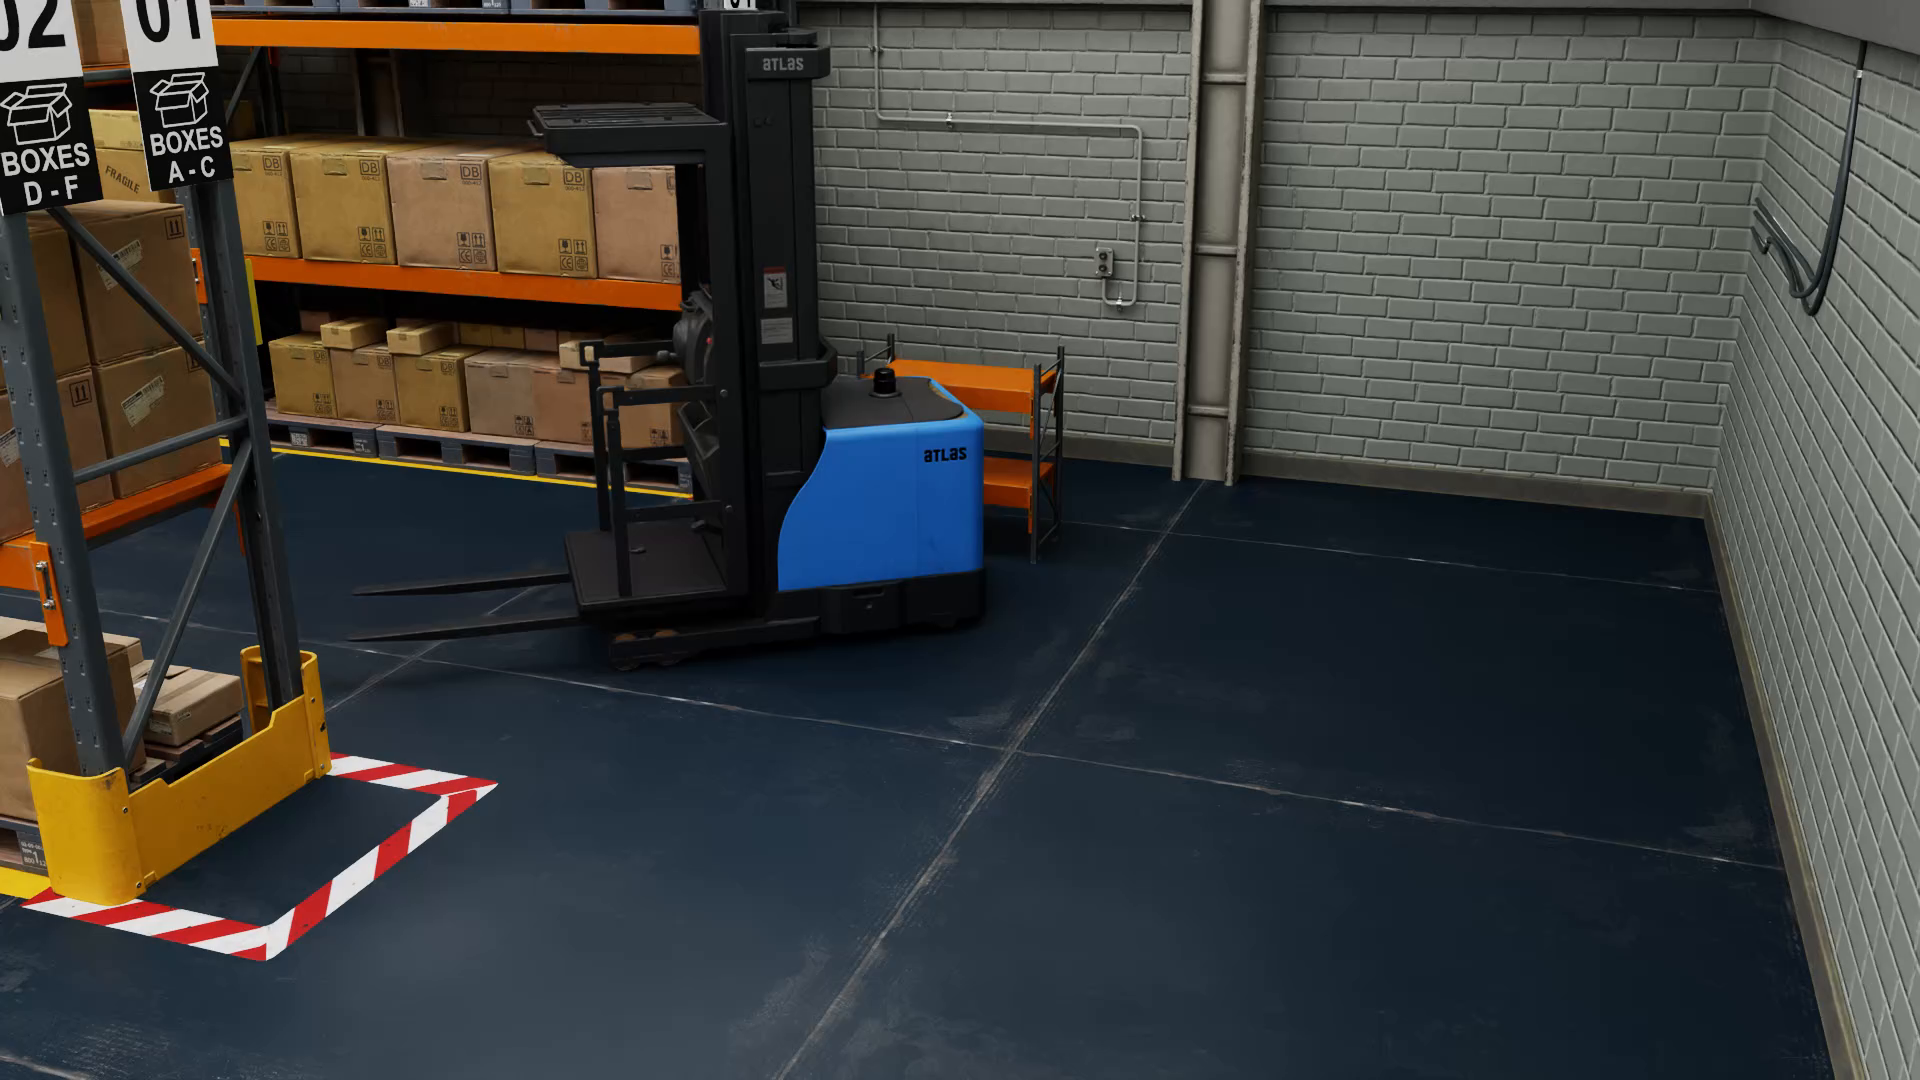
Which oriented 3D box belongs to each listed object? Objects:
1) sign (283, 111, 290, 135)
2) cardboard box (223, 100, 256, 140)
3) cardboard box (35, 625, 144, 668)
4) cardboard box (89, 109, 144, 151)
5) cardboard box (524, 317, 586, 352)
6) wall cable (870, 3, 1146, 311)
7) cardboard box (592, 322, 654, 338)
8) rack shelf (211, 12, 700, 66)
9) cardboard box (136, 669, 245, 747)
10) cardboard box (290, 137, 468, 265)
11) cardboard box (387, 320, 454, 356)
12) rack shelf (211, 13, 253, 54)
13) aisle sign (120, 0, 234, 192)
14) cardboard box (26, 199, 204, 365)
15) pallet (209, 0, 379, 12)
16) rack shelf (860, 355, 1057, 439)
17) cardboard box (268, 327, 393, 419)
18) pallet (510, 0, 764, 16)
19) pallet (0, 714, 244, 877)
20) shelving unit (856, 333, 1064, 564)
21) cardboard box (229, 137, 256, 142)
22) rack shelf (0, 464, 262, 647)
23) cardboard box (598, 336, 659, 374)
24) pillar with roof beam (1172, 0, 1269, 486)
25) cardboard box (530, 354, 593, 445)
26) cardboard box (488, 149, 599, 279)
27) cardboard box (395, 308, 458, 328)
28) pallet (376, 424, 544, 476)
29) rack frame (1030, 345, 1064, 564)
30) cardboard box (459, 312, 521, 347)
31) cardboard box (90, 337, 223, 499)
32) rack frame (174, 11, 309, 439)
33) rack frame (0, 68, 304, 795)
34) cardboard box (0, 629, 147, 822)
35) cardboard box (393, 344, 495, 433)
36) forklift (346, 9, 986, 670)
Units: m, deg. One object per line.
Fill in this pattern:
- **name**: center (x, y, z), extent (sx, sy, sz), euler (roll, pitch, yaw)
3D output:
- **sign**: center (-4.834, -2.902, 11.908), extent (0.005, 0.325, 0.100), euler (7, 20, 18)
- **cardboard box**: center (-5.363, -2.965, 11.751), extent (0.500, 0.250, 0.500), euler (7, 20, 20)
- **cardboard box**: center (-3.751, 0.580, 6.866), extent (0.500, 0.250, 0.500), euler (7, 20, 18)
- **cardboard box**: center (-5.539, -2.805, 11.293), extent (0.500, 0.250, 0.500), euler (7, 20, 19)
- **cardboard box**: center (-2.702, -1.377, 11.144), extent (0.250, 0.149, 0.380), euler (7, 20, 19)
- **wall cable**: center (0.284, -2.486, 10.608), extent (1.851, 1.984, 0.084), euler (7, 20, 18)
- **cardboard box**: center (-2.225, -1.323, 10.988), extent (0.250, 0.149, 0.380), euler (7, 20, 18)
- **rack shelf**: center (-3.125, -3.144, 10.573), extent (4.000, 0.370, 1.077), euler (7, 20, 18)
- **cardboard box**: center (-3.141, 0.676, 6.742), extent (0.250, 0.149, 0.380), euler (7, 20, 18)
- **cardboard box**: center (-3.820, -2.280, 11.105), extent (0.700, 0.700, 0.980), euler (6, 20, 17)
- **cardboard box**: center (-3.585, -1.344, 11.050), extent (0.250, 0.149, 0.380), euler (6, 20, 17)
- **rack shelf**: center (-6.904, -3.576, 11.813), extent (4.000, 0.370, 1.077), euler (7, 20, 18)
- **aisle sign**: center (-2.697, -1.622, 5.722), extent (0.004, 0.787, 0.394), euler (7, 20, 18)
- **cardboard box**: center (-3.191, -0.959, 6.101), extent (0.500, 0.500, 0.500), euler (7, 20, 20)
- **pallet**: center (-4.245, -3.566, 10.826), extent (1.213, 0.211, 1.003), euler (7, 20, 18)
- **rack shelf**: center (0.006, -0.807, 9.293), extent (1.000, 0.278, 0.538), euler (7, 20, 18)
- **cardboard box**: center (-4.342, -1.188, 11.587), extent (0.500, 0.500, 0.700), euler (7, 20, 19)
- **pallet**: center (-1.940, -3.302, 10.070), extent (1.213, 0.211, 1.003), euler (7, 20, 18)
- **pallet**: center (-3.683, 0.913, 6.638), extent (1.213, 0.211, 1.003), euler (7, 20, 18)
- **shelving unit**: center (0.006, -0.530, 9.389), extent (1.048, 1.125, 0.538), euler (7, 20, 18)
- **cardboard box**: center (-5.366, -2.608, 11.867), extent (0.500, 0.500, 0.500), euler (6, 20, 16)
- **rack shelf**: center (-4.747, -0.187, 6.647), extent (4.000, 0.370, 1.077), euler (7, 20, 18)
- **cardboard box**: center (-2.111, -1.177, 10.569), extent (0.250, 0.149, 0.380), euler (6, 20, 17)
- **pillar with roof beam**: center (0.186, -3.322, 5.436), extent (0.400, 9.000, 9.100), euler (7, 20, 18)
- **cardboard box**: center (-2.403, -0.967, 10.954), extent (0.500, 0.500, 0.700), euler (6, 20, 18)
- **cardboard box**: center (-2.412, -2.120, 10.644), extent (0.700, 0.700, 0.980), euler (6, 20, 18)
- **cardboard box**: center (-3.666, -1.487, 11.460), extent (0.250, 0.149, 0.380), euler (6, 20, 16)
- **pallet**: center (-3.165, -0.728, 11.345), extent (1.213, 0.211, 1.003), euler (7, 20, 18)
- **rack frame**: center (0.487, -0.476, 9.231), extent (0.032, 1.125, 0.500), euler (7, 20, 18)
- **cardboard box**: center (-3.183, -1.432, 11.302), extent (0.250, 0.149, 0.380), euler (6, 20, 17)
- **cardboard box**: center (-3.191, -0.487, 6.265), extent (0.500, 0.500, 0.500), euler (7, 20, 19)
- **rack frame**: center (-5.014, -2.283, 11.568), extent (0.127, 3.000, 1.000), euler (7, 20, 18)
- **rack frame**: center (-2.858, -0.310, 5.909), extent (0.127, 3.000, 1.000), euler (7, 20, 18)
- **cardboard box**: center (-3.452, 0.680, 6.197), extent (0.500, 0.500, 0.500), euler (7, 20, 18)
- **cardboard box**: center (-3.384, -1.077, 11.268), extent (0.500, 0.500, 0.700), euler (7, 20, 19)
- **forklift**: center (-1.445, -0.965, 7.892), extent (3.031, 2.935, 1.130), euler (-6, 20, -16)
